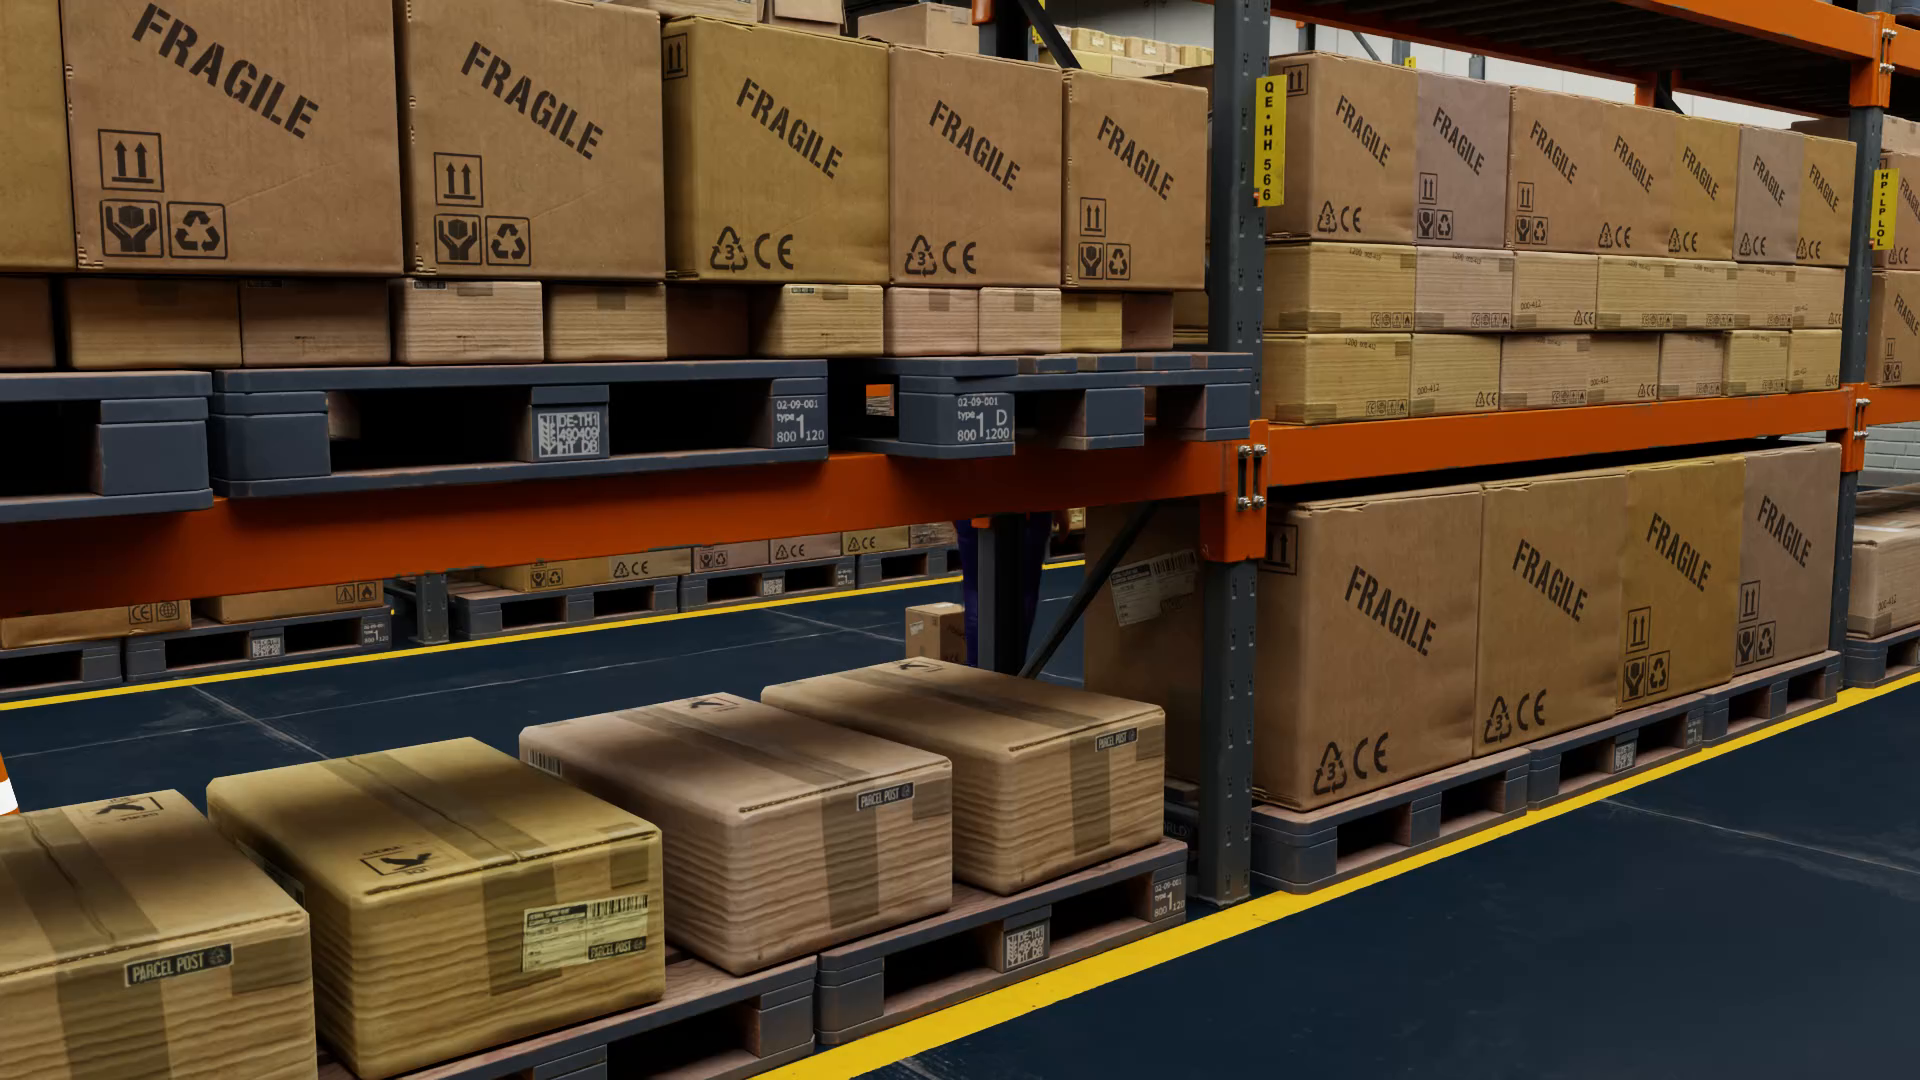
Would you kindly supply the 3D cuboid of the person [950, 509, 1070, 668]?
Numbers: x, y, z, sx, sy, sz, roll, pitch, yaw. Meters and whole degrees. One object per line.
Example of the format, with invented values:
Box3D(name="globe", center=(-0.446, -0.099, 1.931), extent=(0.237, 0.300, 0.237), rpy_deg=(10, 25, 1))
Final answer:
Box3D(name="person", center=(0.198, -0.103, 6.737), extent=(0.494, 1.684, 0.646), rpy_deg=(1, 8, 9))
